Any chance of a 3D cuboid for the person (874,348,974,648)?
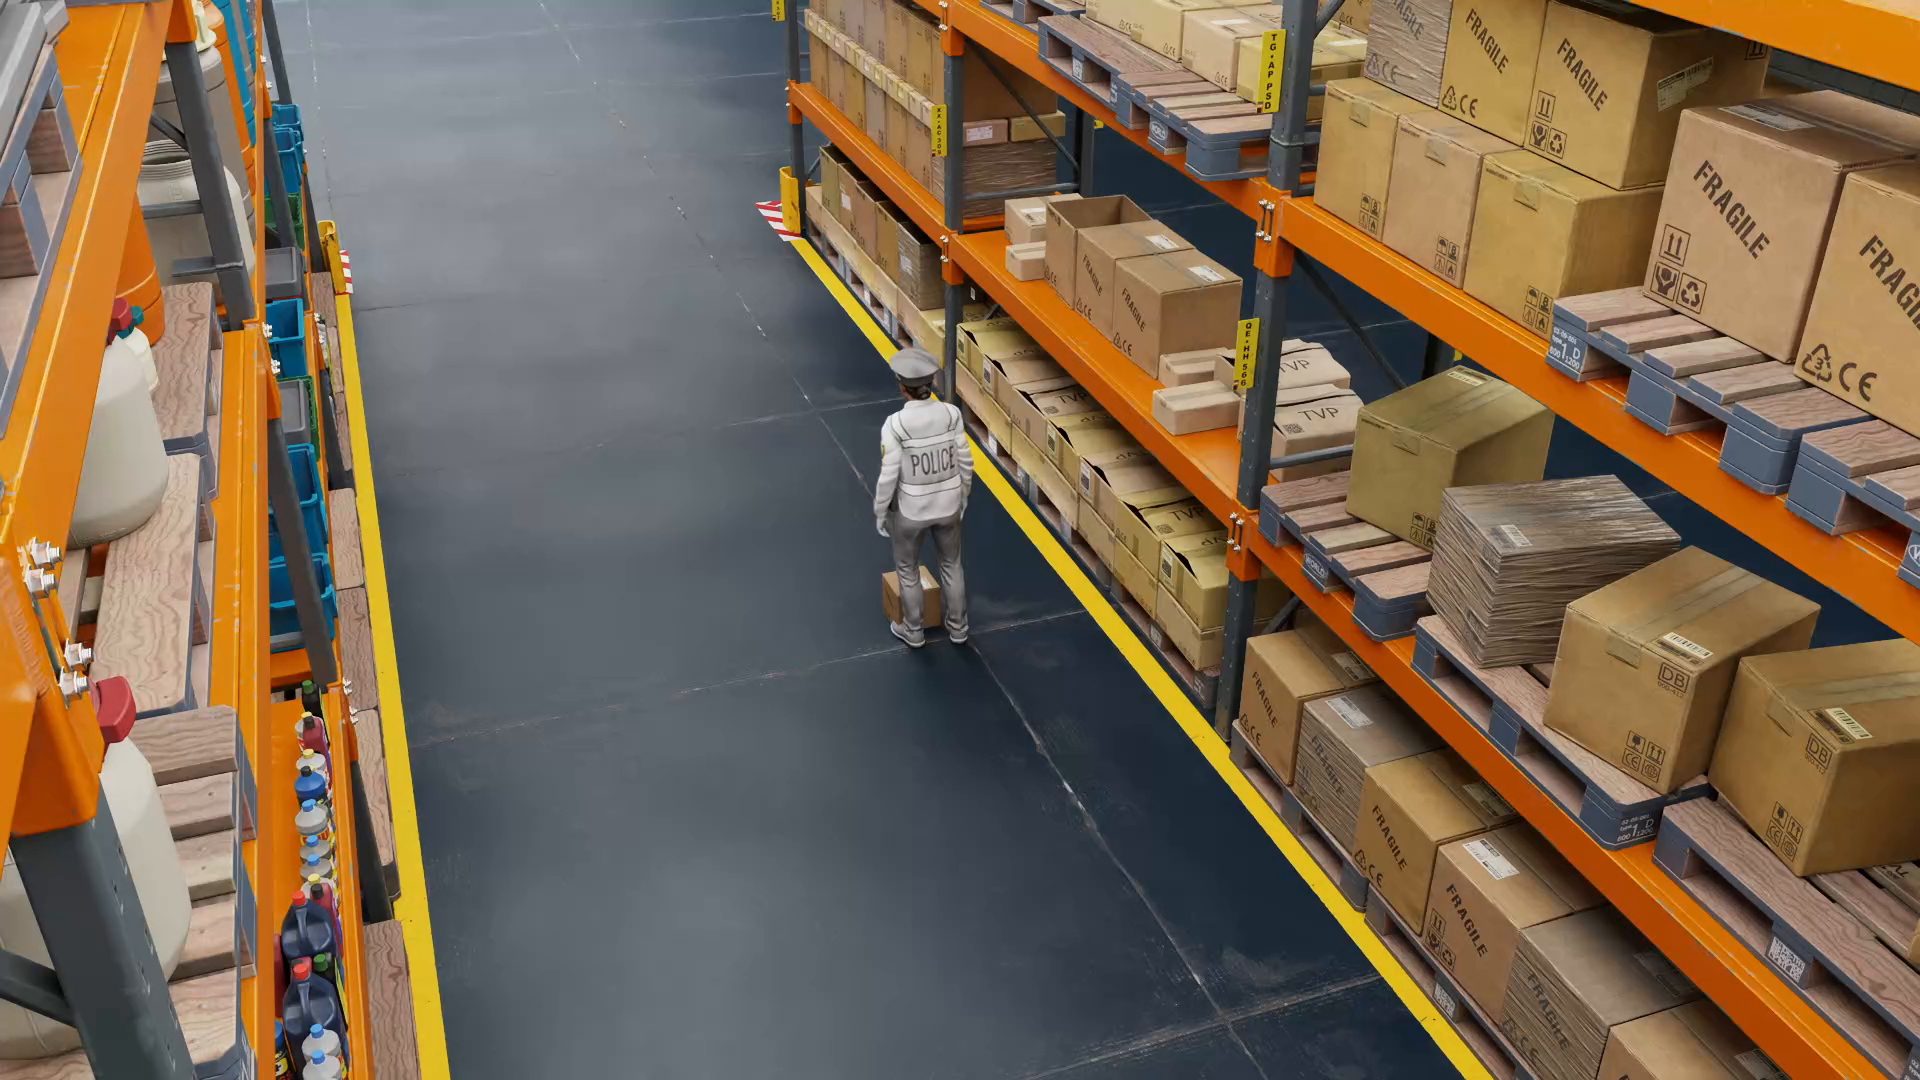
[{"bbox_3d":[-0.193,-0.180,8.643,0.547,1.666,0.410,-12,32,-20],"label":"person"}]
